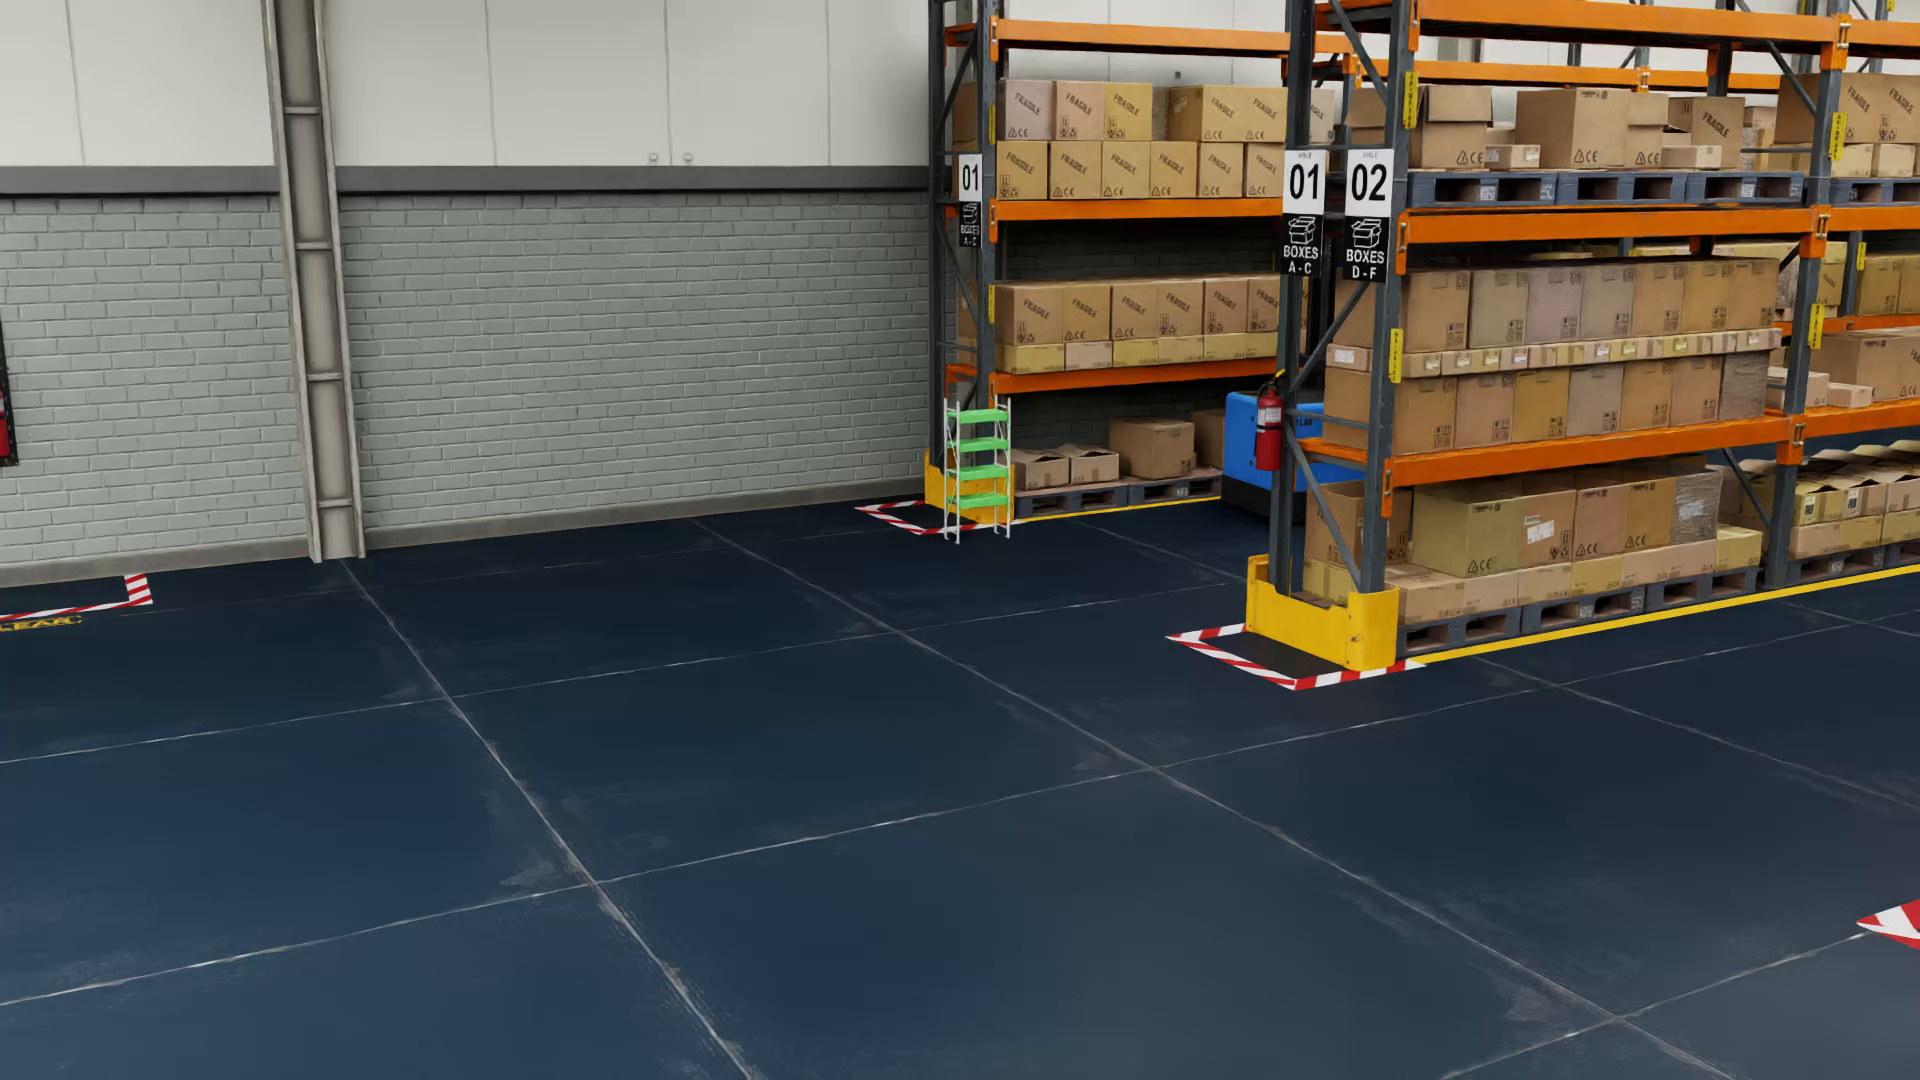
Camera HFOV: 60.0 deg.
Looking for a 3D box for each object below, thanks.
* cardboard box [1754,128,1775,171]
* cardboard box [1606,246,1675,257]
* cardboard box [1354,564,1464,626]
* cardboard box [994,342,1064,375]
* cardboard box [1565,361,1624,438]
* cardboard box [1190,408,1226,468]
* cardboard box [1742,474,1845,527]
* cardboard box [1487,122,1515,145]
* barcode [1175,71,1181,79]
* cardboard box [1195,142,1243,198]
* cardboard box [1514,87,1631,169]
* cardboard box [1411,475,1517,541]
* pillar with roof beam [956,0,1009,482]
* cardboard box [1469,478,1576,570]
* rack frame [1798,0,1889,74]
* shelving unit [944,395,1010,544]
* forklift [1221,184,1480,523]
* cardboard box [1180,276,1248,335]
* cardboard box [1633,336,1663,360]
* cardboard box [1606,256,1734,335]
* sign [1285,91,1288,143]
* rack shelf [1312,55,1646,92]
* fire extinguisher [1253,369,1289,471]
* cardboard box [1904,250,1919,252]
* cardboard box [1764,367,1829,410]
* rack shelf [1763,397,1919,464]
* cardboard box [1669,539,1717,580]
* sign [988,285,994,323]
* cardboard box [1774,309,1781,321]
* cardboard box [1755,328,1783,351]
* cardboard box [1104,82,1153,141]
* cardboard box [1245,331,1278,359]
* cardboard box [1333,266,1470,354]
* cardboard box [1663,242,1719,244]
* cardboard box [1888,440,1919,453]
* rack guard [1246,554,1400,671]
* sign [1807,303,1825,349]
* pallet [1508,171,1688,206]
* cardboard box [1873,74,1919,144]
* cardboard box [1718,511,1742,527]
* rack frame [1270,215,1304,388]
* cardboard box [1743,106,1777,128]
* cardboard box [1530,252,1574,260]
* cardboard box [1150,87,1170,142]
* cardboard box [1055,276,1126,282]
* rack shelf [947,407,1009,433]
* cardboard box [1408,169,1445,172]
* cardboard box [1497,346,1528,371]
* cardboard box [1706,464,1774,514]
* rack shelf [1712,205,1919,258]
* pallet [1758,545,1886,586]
[{"bbox_3d":[9.259,-4.567,19.509,0.500,0.500,0.700,-7,15,-29],"label":"cardboard box"},{"bbox_3d":[7.578,-3.132,18.537,0.500,0.250,0.500,-6,14,-27],"label":"cardboard box"},{"bbox_3d":[2.963,0.357,10.997,0.500,0.250,0.500,-7,14,-28],"label":"cardboard box"},{"bbox_3d":[0.589,-1.647,14.891,0.500,0.250,0.500,-7,15,-29],"label":"cardboard box"},{"bbox_3d":[4.159,-1.025,11.603,0.500,0.500,0.700,-6,14,-26],"label":"cardboard box"},{"bbox_3d":[2.628,-1.019,16.497,0.500,0.500,0.500,-8,15,-32],"label":"cardboard box"},{"bbox_3d":[6.379,-0.319,12.725,0.500,0.311,0.500,-7,14,-28],"label":"cardboard box"},{"bbox_3d":[3.758,-2.689,11.324,0.500,0.311,0.500,-5,14,-21],"label":"cardboard box"},{"bbox_3d":[2.094,-4.468,15.971,0.075,0.075,0.001,-7,14,-28],"label":"barcode"},{"bbox_3d":[2.277,-3.446,15.483,0.500,0.500,0.500,-7,15,-30],"label":"cardboard box"},{"bbox_3d":[3.974,-2.673,10.821,0.500,0.500,0.500,-7,14,-28],"label":"cardboard box"},{"bbox_3d":[3.585,-0.217,11.840,0.500,0.500,0.500,-7,14,-28],"label":"cardboard box"},{"bbox_3d":[2.272,-4.058,11.644,0.400,9.000,9.100,-7,14,-28],"label":"pillar with roof beam"},{"bbox_3d":[3.834,-0.117,11.394,0.500,0.500,0.500,-7,14,-28],"label":"cardboard box"},{"bbox_3d":[10.542,-5.909,19.872,0.127,3.000,1.000,-7,14,-28],"label":"rack frame"},{"bbox_3d":[0.145,-0.603,14.055,0.503,1.200,0.258,-7,14,-28],"label":"shelving unit"},{"bbox_3d":[3.997,-1.758,15.245,3.031,2.935,1.130,-5,14,-20],"label":"forklift"},{"bbox_3d":[2.371,-2.230,15.772,0.500,0.500,0.500,-7,15,-29],"label":"cardboard box"},{"bbox_3d":[4.645,-1.349,11.565,0.250,0.149,0.380,-6,14,-26],"label":"cardboard box"},{"bbox_3d":[5.067,-1.767,11.947,0.500,0.500,0.700,-7,14,-28],"label":"cardboard box"},{"bbox_3d":[2.138,-2.729,10.734,0.005,0.325,0.100,-7,14,-28],"label":"sign"},{"bbox_3d":[5.275,-4.732,17.190,4.000,0.370,1.077,-7,14,-28],"label":"rack shelf"},{"bbox_3d":[2.059,-0.805,11.032,0.183,0.674,0.296,-7,14,-28],"label":"fire extinguisher"},{"bbox_3d":[12.977,-3.415,21.771,0.700,0.700,0.980,-7,14,-28],"label":"cardboard box"},{"bbox_3d":[6.308,-1.174,12.834,0.500,0.250,0.500,-6,14,-24],"label":"cardboard box"},{"bbox_3d":[7.652,-1.046,13.564,4.000,0.370,1.077,-7,14,-28],"label":"rack shelf"},{"bbox_3d":[5.151,0.091,12.177,0.500,0.250,0.500,-7,14,-28],"label":"cardboard box"},{"bbox_3d":[0.269,-2.038,14.361,0.005,0.325,0.100,-7,14,-28],"label":"sign"},{"bbox_3d":[9.471,-2.678,19.703,0.250,0.149,0.380,-7,14,-28],"label":"cardboard box"},{"bbox_3d":[5.761,-1.482,12.158,0.250,0.149,0.380,-7,14,-28],"label":"cardboard box"},{"bbox_3d":[1.372,-3.823,14.881,0.500,0.500,0.500,-6,14,-26],"label":"cardboard box"},{"bbox_3d":[2.808,-1.919,16.098,0.500,0.250,0.500,-7,14,-28],"label":"cardboard box"},{"bbox_3d":[2.848,-1.500,10.759,0.500,0.500,0.700,-7,14,-28],"label":"cardboard box"},{"bbox_3d":[8.659,-3.390,19.681,0.500,0.250,0.500,-7,15,-29],"label":"cardboard box"},{"bbox_3d":[8.350,-0.689,14.368,0.500,0.311,0.500,-7,15,-29],"label":"cardboard box"},{"bbox_3d":[2.365,0.456,10.944,0.348,0.500,1.175,-7,14,-28],"label":"rack guard"},{"bbox_3d":[6.164,-1.541,11.972,0.005,0.325,0.100,-7,14,-28],"label":"sign"},{"bbox_3d":[4.091,-2.385,11.244,1.213,0.211,1.003,-7,14,-28],"label":"pallet"},{"bbox_3d":[6.946,-3.269,12.650,0.500,0.500,0.500,-5,14,-22],"label":"cardboard box"},{"bbox_3d":[6.122,-0.150,13.248,0.500,0.250,0.500,-7,14,-28],"label":"cardboard box"},{"bbox_3d":[3.520,-2.141,16.791,0.127,3.000,1.000,-7,14,-28],"label":"rack frame"},{"bbox_3d":[9.229,-4.947,19.489,0.500,0.250,0.500,-7,15,-30],"label":"cardboard box"},{"bbox_3d":[6.467,-3.063,18.180,0.250,0.149,0.380,-10,16,-37],"label":"cardboard box"},{"bbox_3d":[1.624,-3.984,15.599,0.500,0.500,0.500,-7,14,-28],"label":"cardboard box"},{"bbox_3d":[1.219,-2.219,15.727,0.500,0.500,0.500,-7,15,-29],"label":"cardboard box"},{"bbox_3d":[0.145,-1.009,13.963,0.480,0.148,0.258,-7,14,-28],"label":"rack shelf"},{"bbox_3d":[4.579,-3.873,16.900,0.500,0.311,0.500,-6,14,-26],"label":"cardboard box"},{"bbox_3d":[3.506,-1.211,10.955,0.250,0.149,0.380,-7,14,-29],"label":"cardboard box"},{"bbox_3d":[6.115,-0.422,13.179,0.500,0.311,0.500,-7,14,-28],"label":"cardboard box"},{"bbox_3d":[7.652,-2.510,13.235,4.000,0.370,1.077,-7,14,-28],"label":"rack shelf"},{"bbox_3d":[6.525,0.089,13.234,1.213,0.211,1.003,-7,14,-28],"label":"pallet"}]
